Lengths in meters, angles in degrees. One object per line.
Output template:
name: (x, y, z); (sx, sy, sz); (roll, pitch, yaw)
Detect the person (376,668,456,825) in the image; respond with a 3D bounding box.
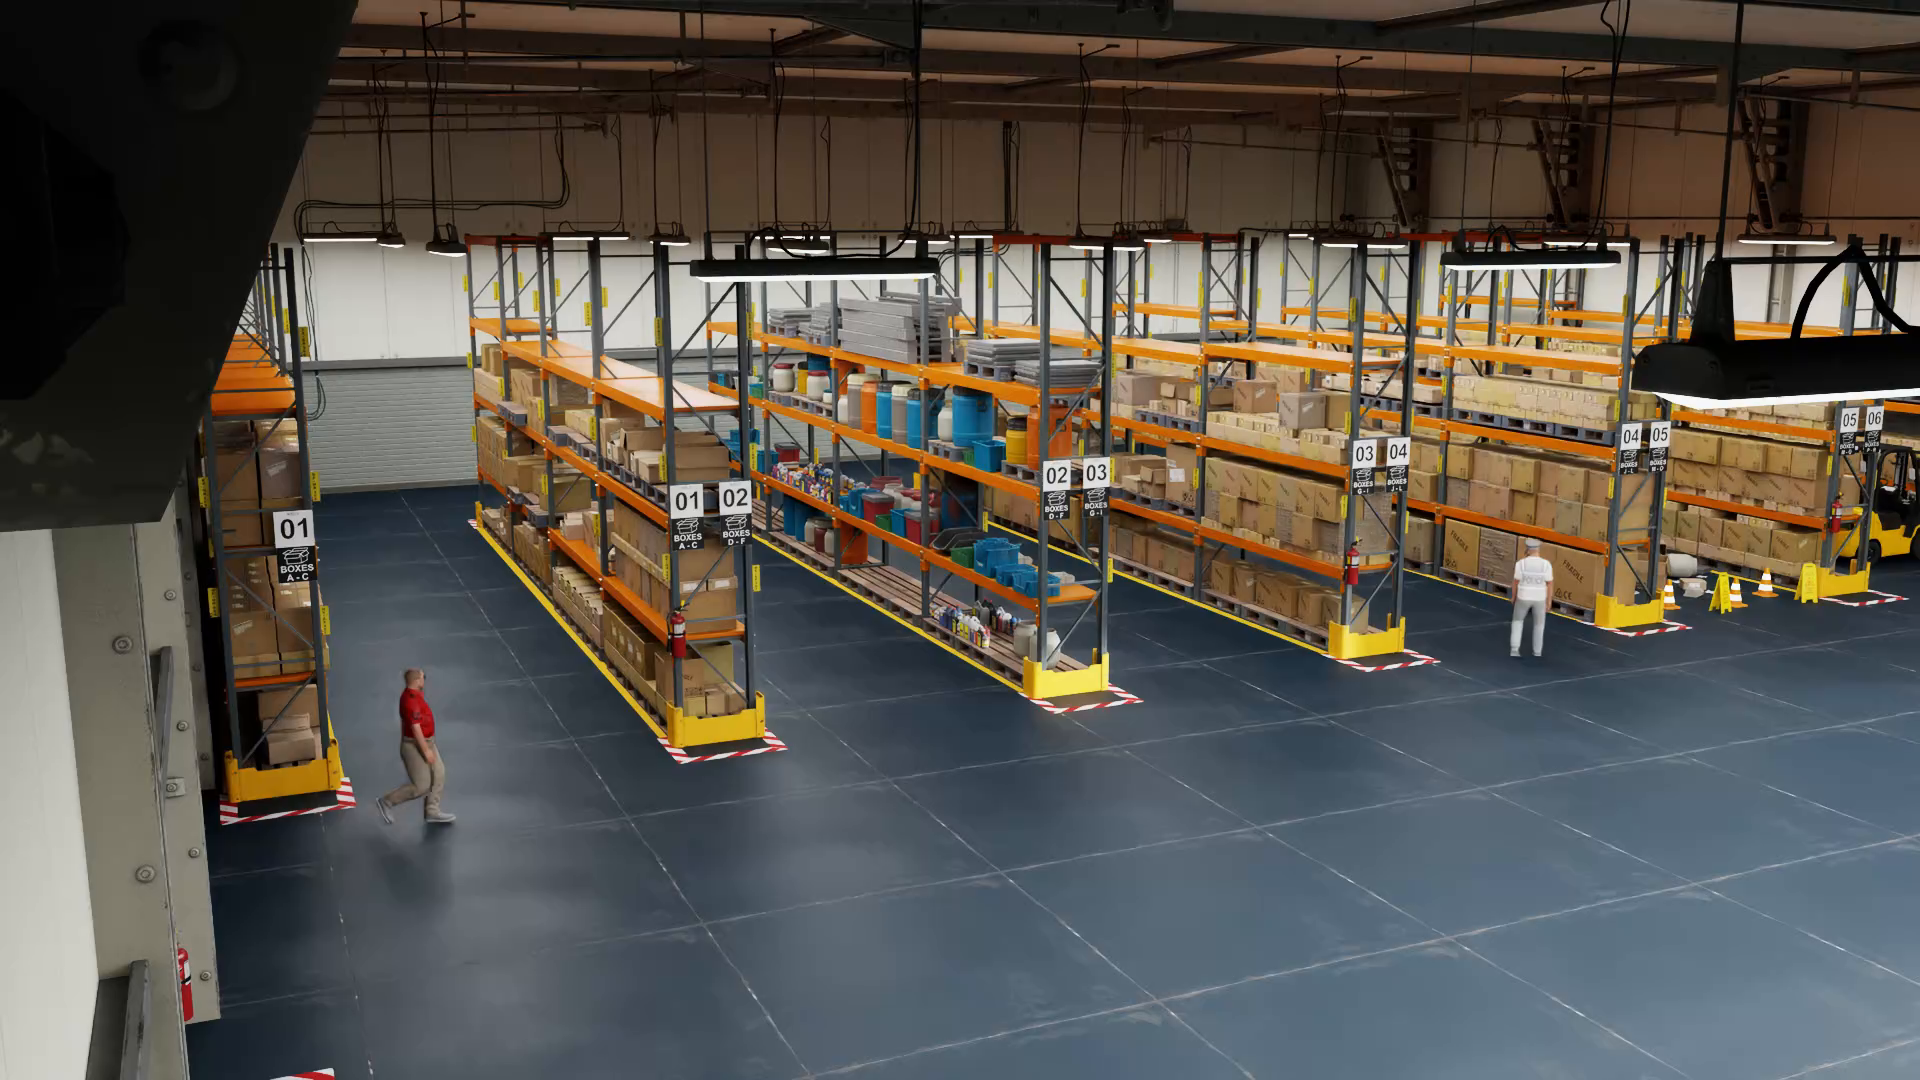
person: (-5.731, 2.169, 17.414); (0.751, 1.691, 0.503); (-1, 11, -3)

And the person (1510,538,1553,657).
person: (8.322, 0.855, 24.192); (0.556, 1.770, 0.570); (3, 11, 17)
